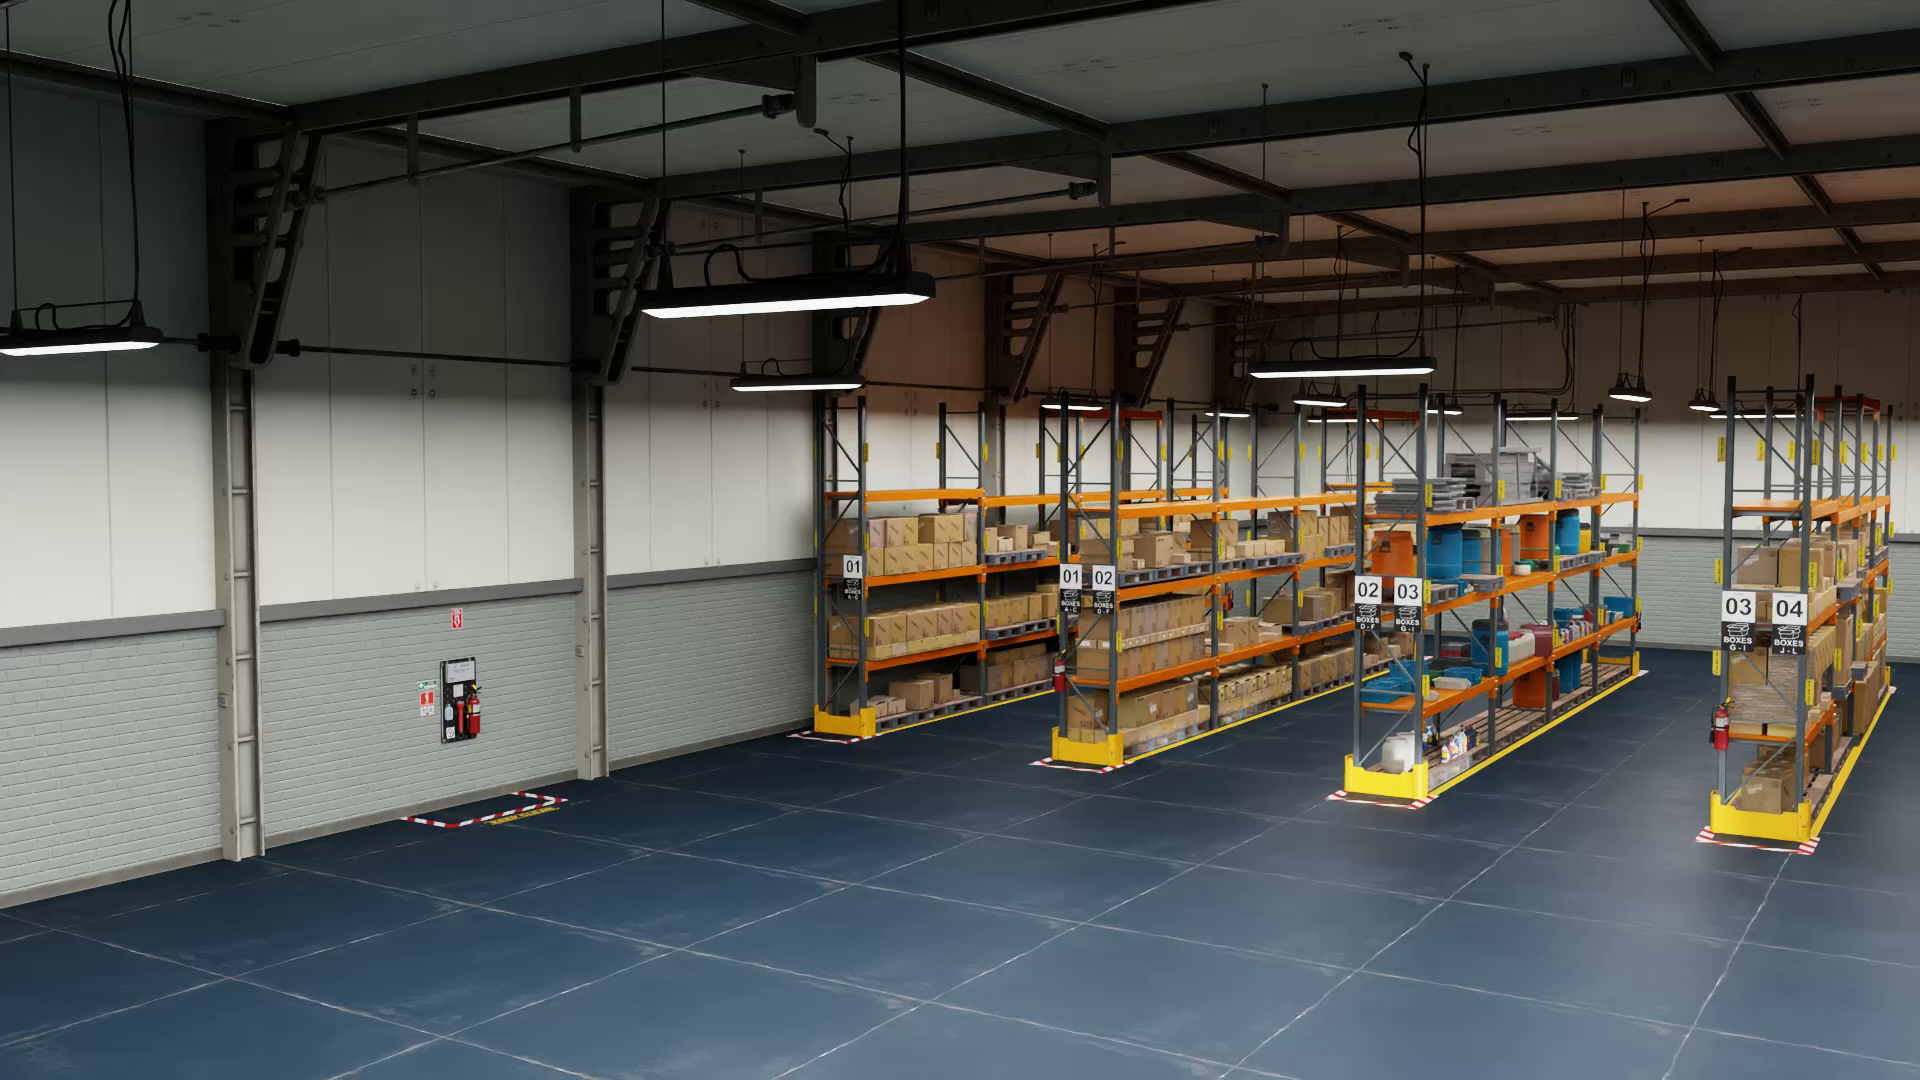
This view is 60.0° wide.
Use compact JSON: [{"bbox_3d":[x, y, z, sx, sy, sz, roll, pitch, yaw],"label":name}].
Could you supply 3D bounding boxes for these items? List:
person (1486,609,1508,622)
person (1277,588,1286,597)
[{"bbox_3d":[12.523,2.132,38.900,0.501,1.603,1.057,2,4,35],"label":"person"},{"bbox_3d":[8.195,1.996,41.812,0.691,1.635,0.728,3,4,41],"label":"person"}]
